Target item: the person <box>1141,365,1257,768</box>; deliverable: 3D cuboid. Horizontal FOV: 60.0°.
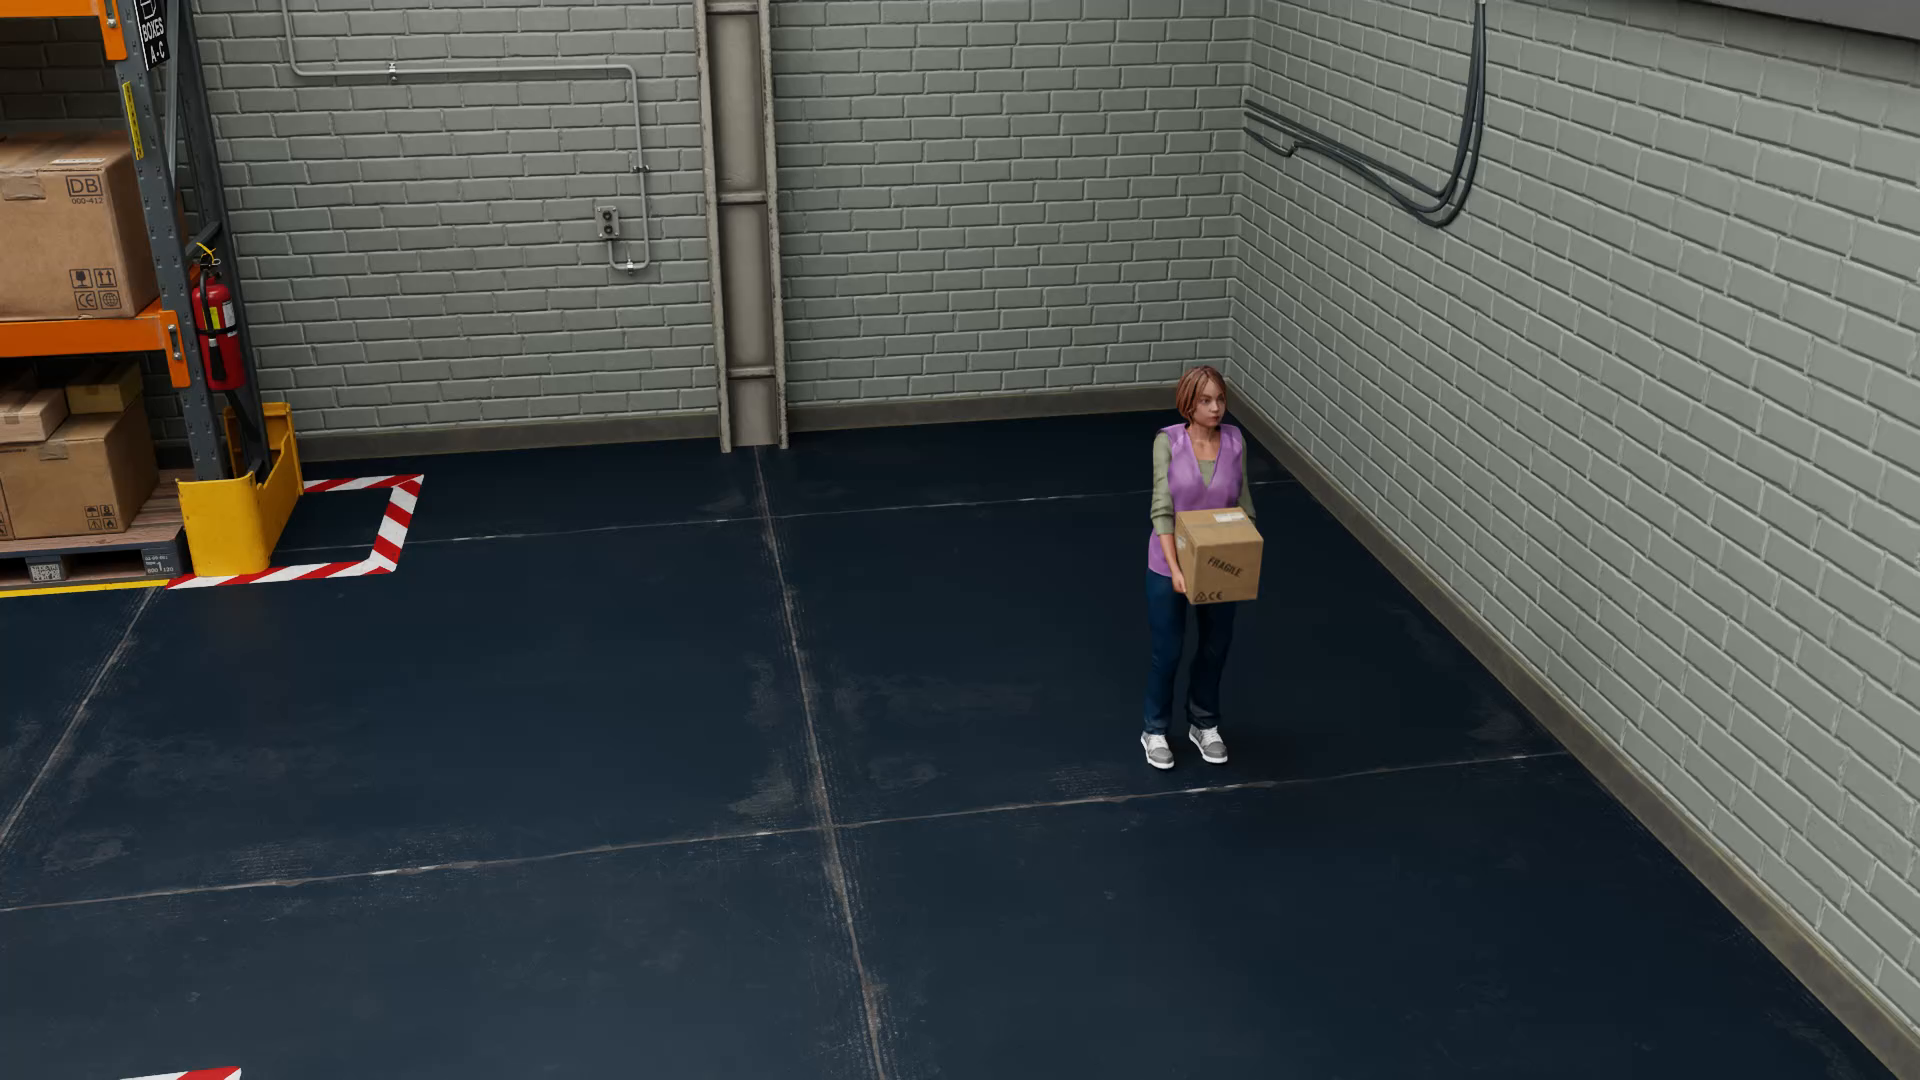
[{"bbox_3d":[0.909,0.145,6.287,0.406,1.588,0.492,-4,24,-9],"label":"person"}]
